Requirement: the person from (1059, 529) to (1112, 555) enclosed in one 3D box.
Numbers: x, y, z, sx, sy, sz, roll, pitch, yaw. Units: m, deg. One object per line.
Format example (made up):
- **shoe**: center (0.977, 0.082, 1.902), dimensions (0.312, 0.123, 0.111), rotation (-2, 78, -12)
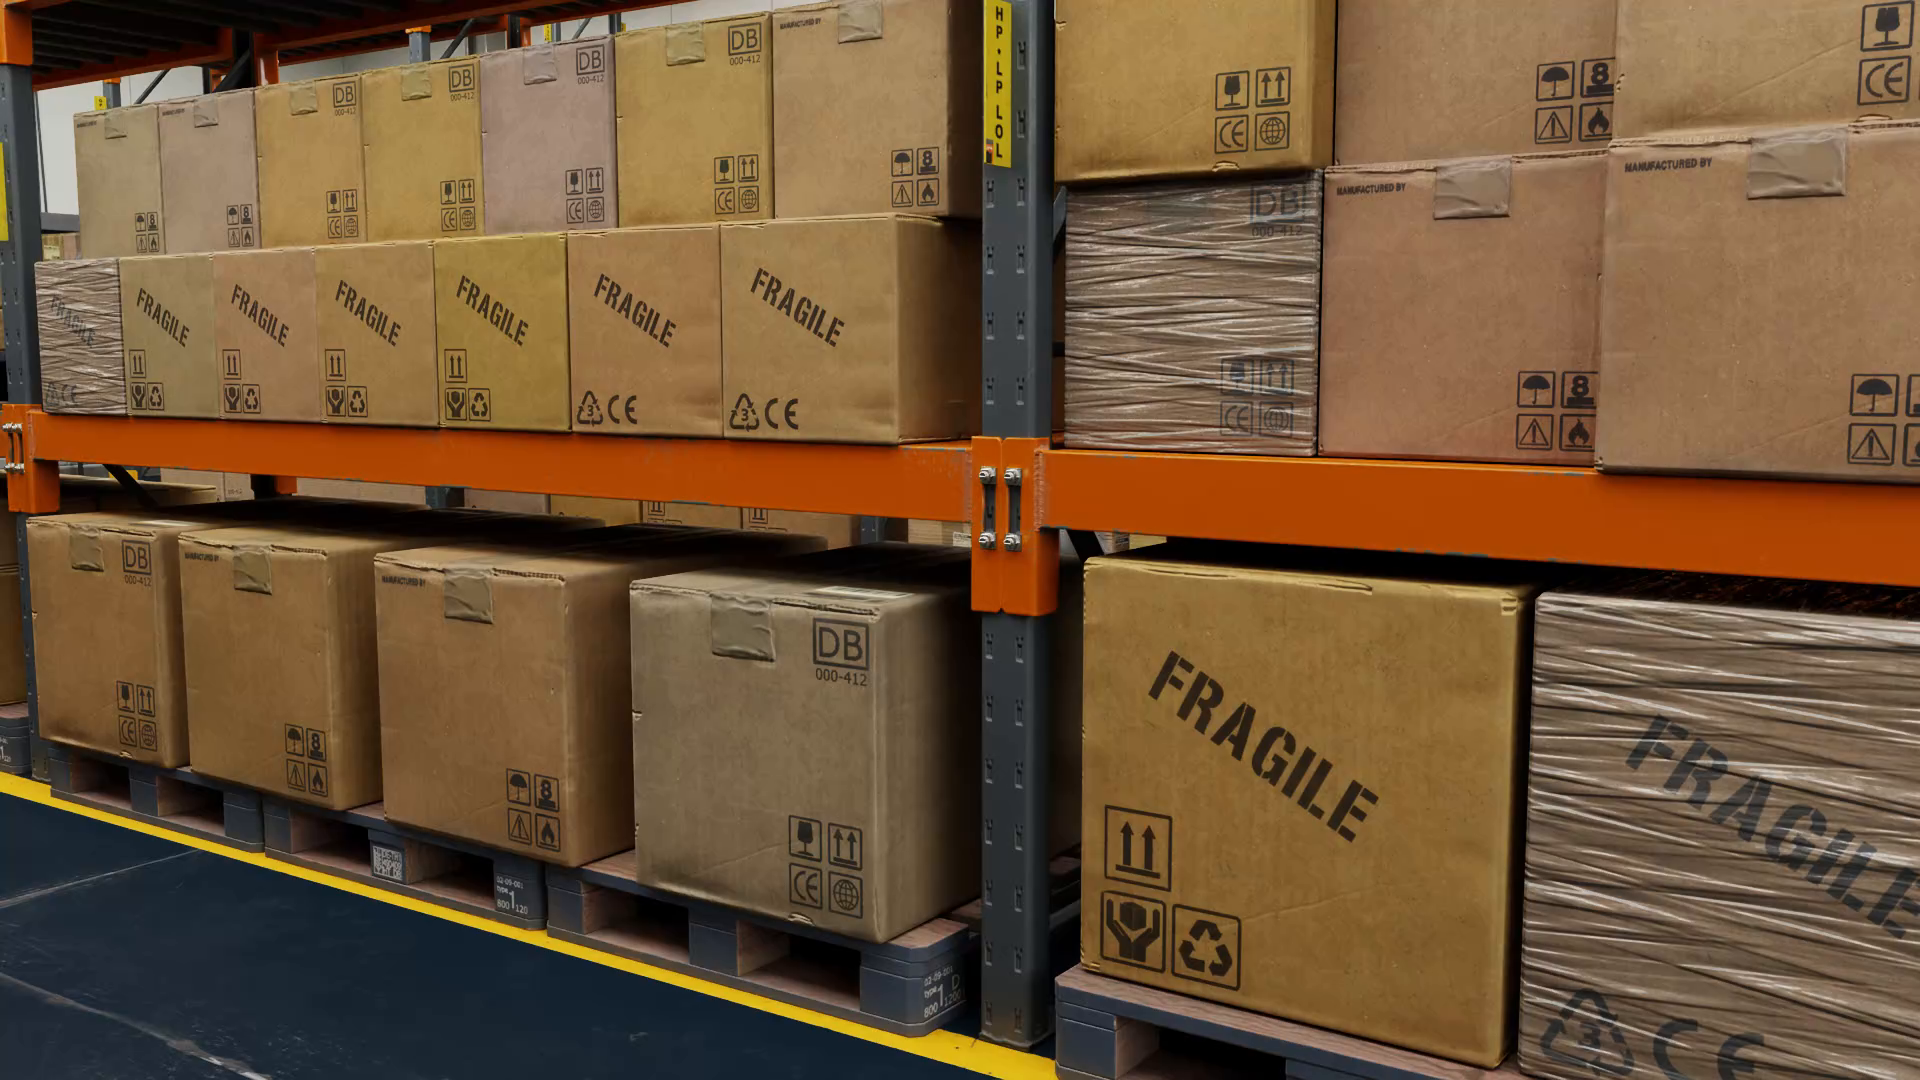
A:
- **person**: center (0.371, -0.040, 7.190), dimensions (0.533, 1.484, 0.609), rotation (4, 8, 34)
